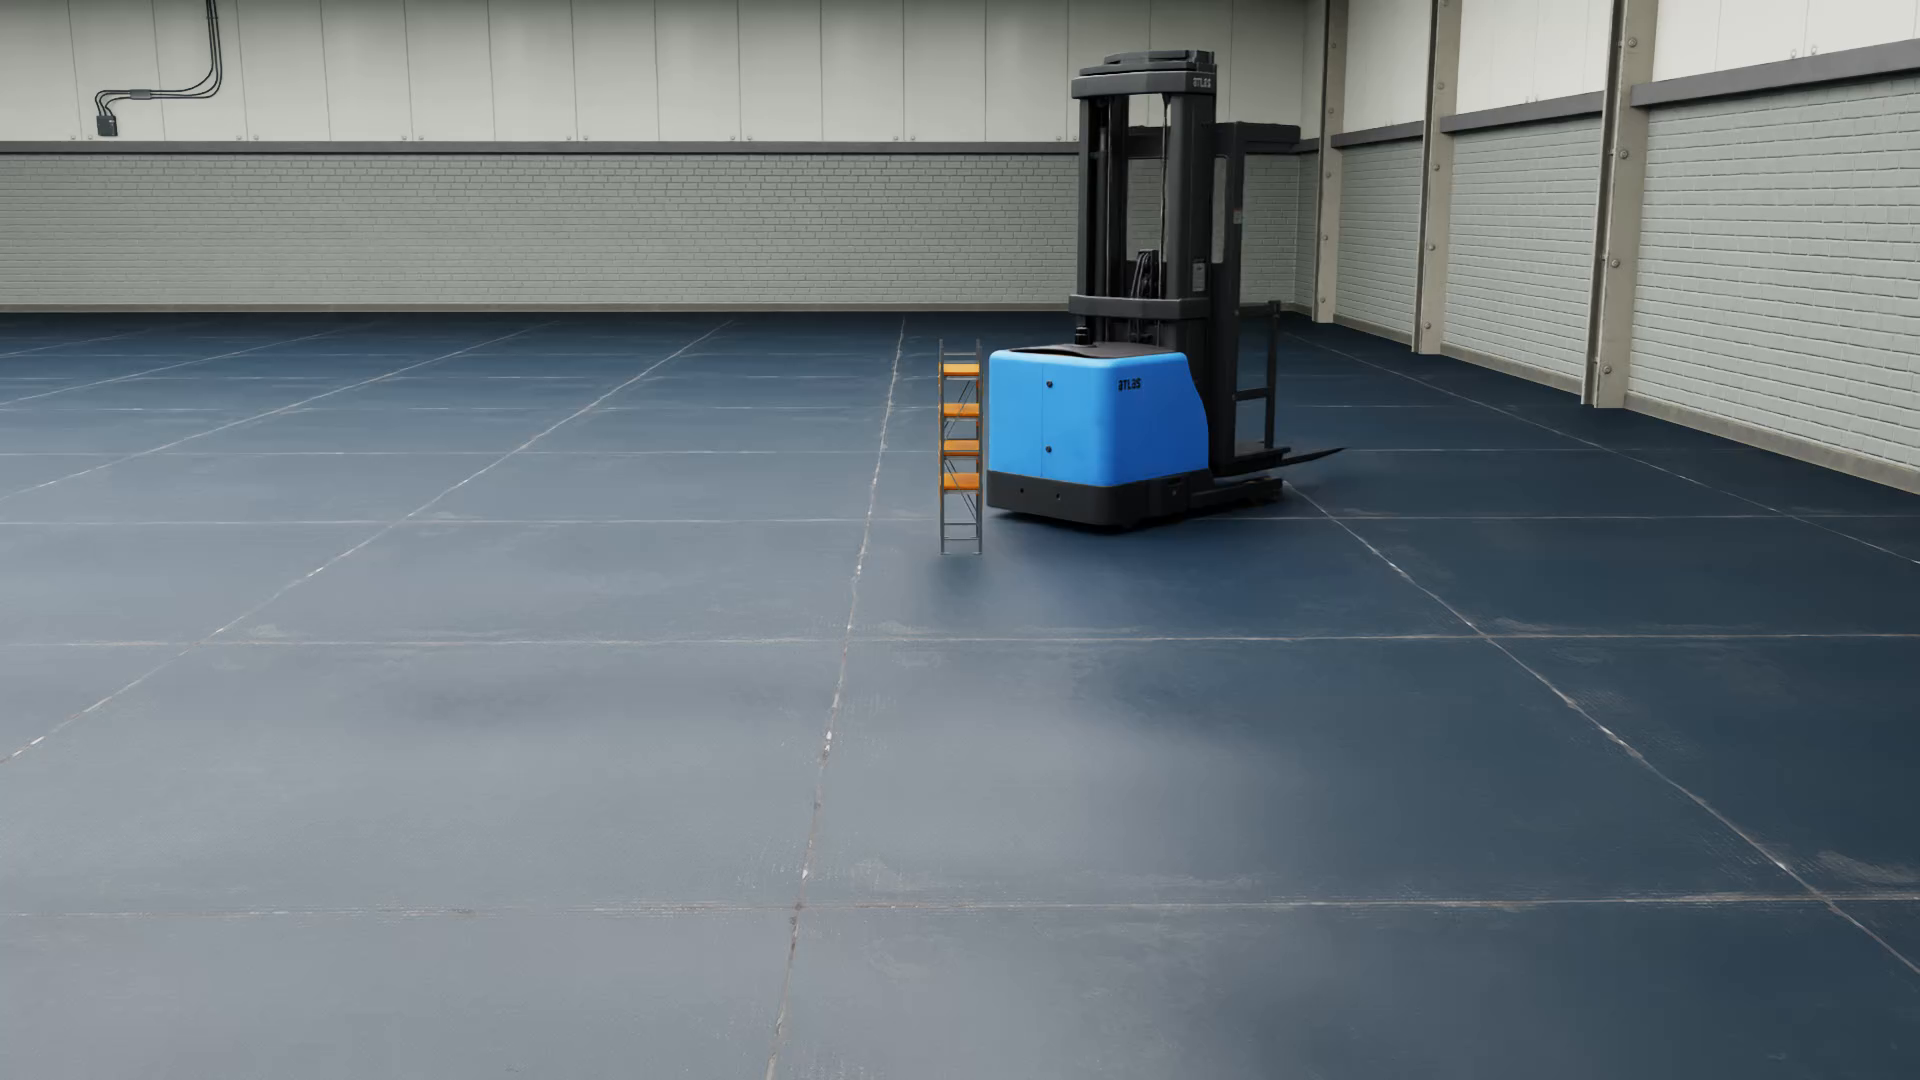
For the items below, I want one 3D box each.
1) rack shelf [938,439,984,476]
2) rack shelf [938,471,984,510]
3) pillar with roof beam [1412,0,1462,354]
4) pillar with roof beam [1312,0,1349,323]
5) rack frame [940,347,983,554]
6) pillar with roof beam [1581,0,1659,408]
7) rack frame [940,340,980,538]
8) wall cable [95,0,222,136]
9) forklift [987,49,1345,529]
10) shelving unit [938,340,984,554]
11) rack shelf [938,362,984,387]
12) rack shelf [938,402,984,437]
[{"bbox_3d":[0.003,-0.489,9.791,0.258,0.148,0.480,0,11,-1],"label":"rack shelf"},{"bbox_3d":[0.003,-0.295,9.830,0.258,0.148,0.480,0,11,-1],"label":"rack shelf"},{"bbox_3d":[2.041,-6.935,21.612,9.100,9.000,0.400,0,11,-1],"label":"pillar with roof beam"},{"bbox_3d":[1.917,-8.128,27.491,9.100,9.000,0.400,0,11,-1],"label":"pillar with roof beam"},{"bbox_3d":[0.008,-0.507,9.539,0.240,1.200,0.015,0,11,-1],"label":"rack frame"},{"bbox_3d":[2.165,-5.743,15.733,9.100,9.000,0.400,0,11,-1],"label":"pillar with roof beam"},{"bbox_3d":[-0.002,-0.604,10.017,0.240,1.200,0.015,0,11,-1],"label":"rack frame"},{"bbox_3d":[-14.519,-10.310,29.692,2.305,6.003,0.169,0,11,-1],"label":"wall cable"},{"bbox_3d":[1.561,-1.734,11.236,1.130,2.935,3.031,11,16,43],"label":"forklift"},{"bbox_3d":[0.003,-0.555,9.778,0.258,1.200,0.503,0,11,-1],"label":"shelving unit"},{"bbox_3d":[0.003,-0.940,9.699,0.258,0.148,0.480,0,11,-1],"label":"rack shelf"},{"bbox_3d":[0.003,-0.708,9.747,0.258,0.148,0.480,0,11,-1],"label":"rack shelf"}]
